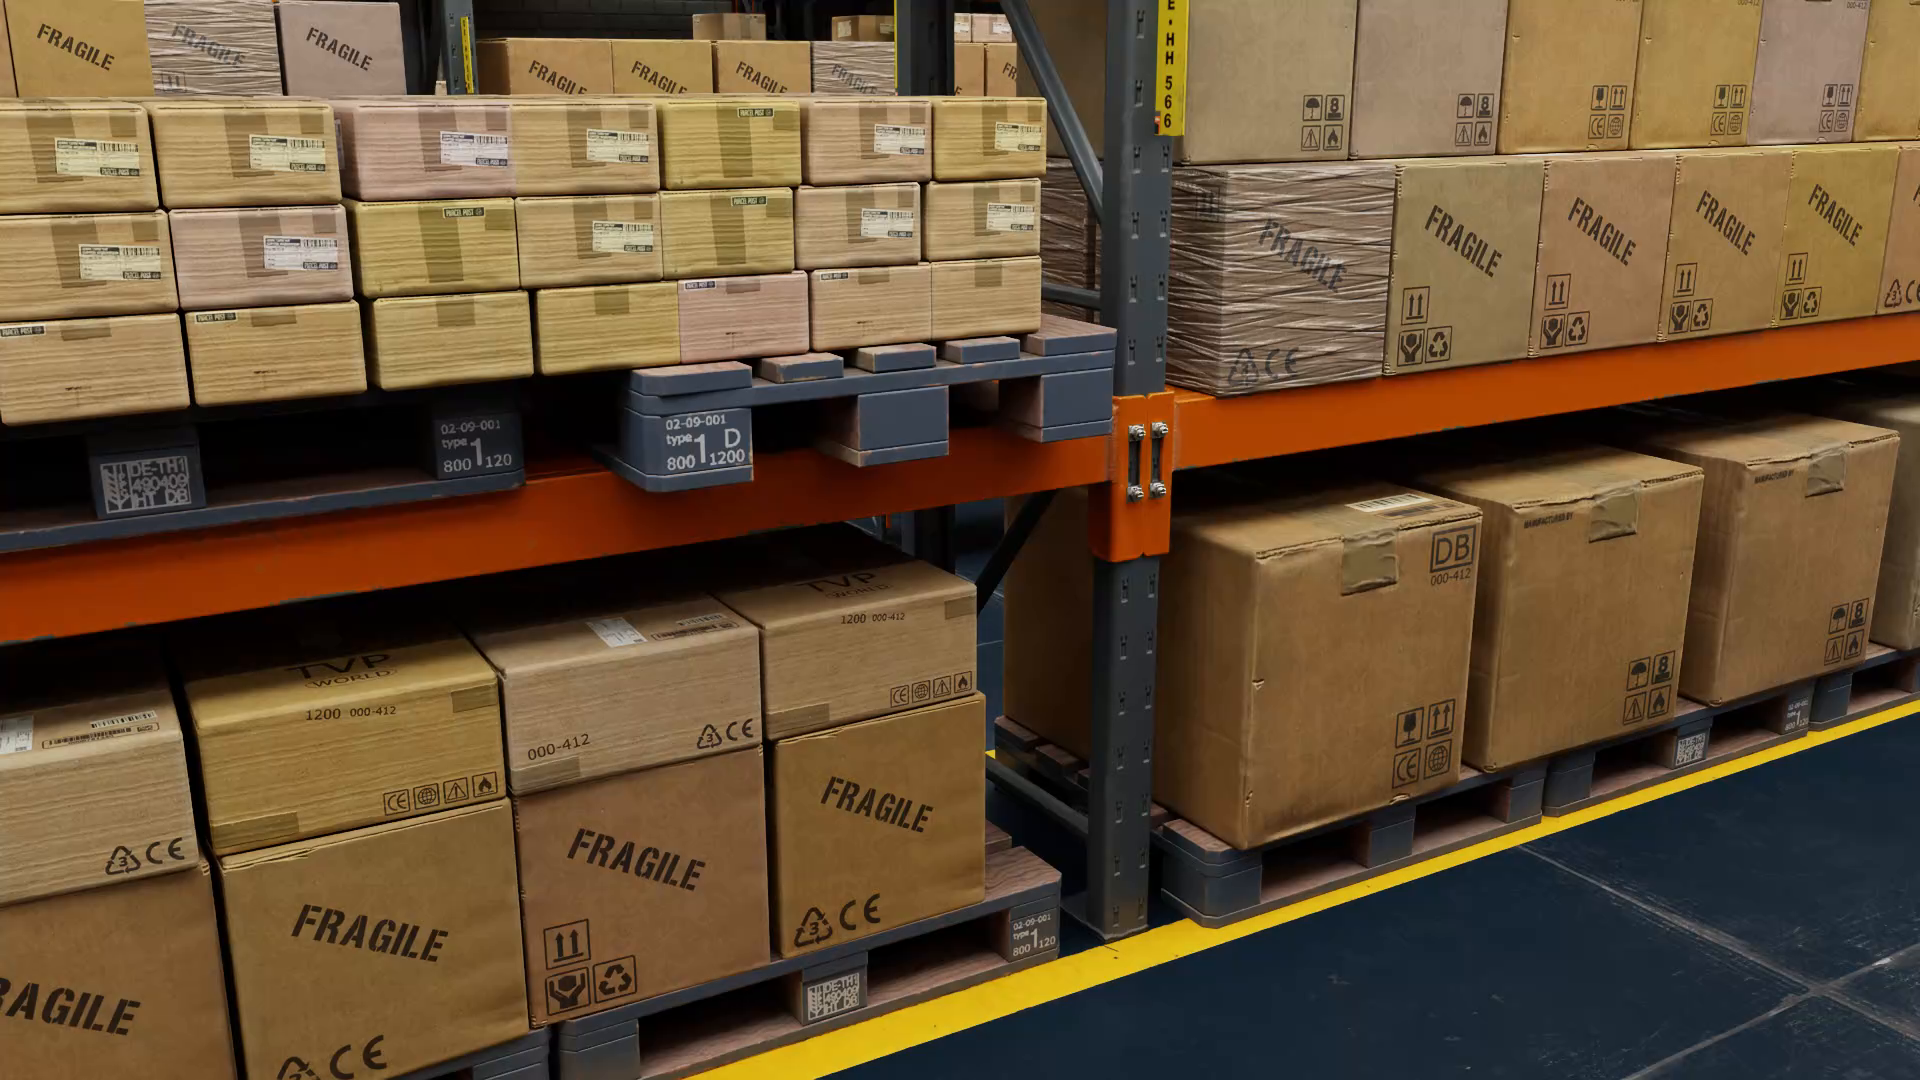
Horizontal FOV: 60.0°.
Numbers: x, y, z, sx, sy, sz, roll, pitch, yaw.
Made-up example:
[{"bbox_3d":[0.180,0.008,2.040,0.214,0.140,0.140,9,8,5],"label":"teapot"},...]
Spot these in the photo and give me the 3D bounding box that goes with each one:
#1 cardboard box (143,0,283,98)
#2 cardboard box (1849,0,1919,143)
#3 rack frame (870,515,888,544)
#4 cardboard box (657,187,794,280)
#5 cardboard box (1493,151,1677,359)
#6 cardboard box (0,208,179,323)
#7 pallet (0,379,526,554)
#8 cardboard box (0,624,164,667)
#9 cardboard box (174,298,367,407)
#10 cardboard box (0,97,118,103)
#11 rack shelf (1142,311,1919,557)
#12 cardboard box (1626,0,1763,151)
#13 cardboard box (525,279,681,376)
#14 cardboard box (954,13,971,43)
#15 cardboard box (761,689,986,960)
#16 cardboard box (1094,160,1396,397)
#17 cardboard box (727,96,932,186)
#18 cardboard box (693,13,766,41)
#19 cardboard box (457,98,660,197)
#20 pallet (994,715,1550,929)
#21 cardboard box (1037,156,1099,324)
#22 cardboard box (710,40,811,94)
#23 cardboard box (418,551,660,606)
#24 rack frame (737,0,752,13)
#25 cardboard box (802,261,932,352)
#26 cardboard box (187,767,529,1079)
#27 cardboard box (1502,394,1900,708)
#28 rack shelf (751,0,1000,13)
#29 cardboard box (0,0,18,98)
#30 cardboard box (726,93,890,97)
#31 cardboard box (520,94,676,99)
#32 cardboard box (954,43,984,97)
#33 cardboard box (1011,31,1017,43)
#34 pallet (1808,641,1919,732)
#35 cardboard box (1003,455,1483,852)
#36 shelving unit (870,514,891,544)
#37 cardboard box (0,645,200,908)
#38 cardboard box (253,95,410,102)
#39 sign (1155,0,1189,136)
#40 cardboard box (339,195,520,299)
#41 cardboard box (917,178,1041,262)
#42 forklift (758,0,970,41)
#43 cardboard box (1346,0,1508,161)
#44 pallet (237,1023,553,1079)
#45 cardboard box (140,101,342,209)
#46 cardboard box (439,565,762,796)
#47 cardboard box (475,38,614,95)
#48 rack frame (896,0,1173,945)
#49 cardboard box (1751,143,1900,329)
[{"bbox_3d":[-3.235,-2.058,7.158,0.500,0.500,0.500,-9,18,-29],"label":"cardboard box"},{"bbox_3d":[2.712,-1.546,5.331,0.500,0.500,0.700,-10,18,-31],"label":"cardboard box"},{"bbox_3d":[-0.442,-0.470,7.003,0.032,1.125,0.500,-9,18,-30],"label":"rack frame"},{"bbox_3d":[-0.496,-0.579,3.054,0.250,0.149,0.380,-9,18,-28],"label":"cardboard box"},{"bbox_3d":[1.536,-0.793,4.495,0.500,0.500,0.500,-9,18,-30],"label":"cardboard box"},{"bbox_3d":[-1.369,-0.438,2.551,0.250,0.149,0.380,-10,18,-31],"label":"cardboard box"},{"bbox_3d":[-1.530,-0.226,3.015,1.213,0.211,1.003,-9,18,-30],"label":"pallet"},{"bbox_3d":[-1.882,0.286,3.296,0.500,0.250,0.500,-10,19,-32],"label":"cardboard box"},{"bbox_3d":[-1.143,-0.332,2.726,0.250,0.149,0.380,-9,18,-28],"label":"cardboard box"},{"bbox_3d":[-1.692,-0.735,3.058,0.250,0.149,0.380,-10,18,-30],"label":"cardboard box"},{"bbox_3d":[1.860,-0.535,5.093,4.000,0.370,1.077,-9,18,-30],"label":"rack shelf"},{"bbox_3d":[1.845,-1.406,4.832,0.500,0.500,0.700,-9,18,-30],"label":"cardboard box"},{"bbox_3d":[-0.690,-0.406,2.987,0.250,0.149,0.380,-9,18,-30],"label":"cardboard box"},{"bbox_3d":[-0.148,-2.738,8.902,0.250,0.149,0.380,-10,19,-32],"label":"cardboard box"},{"bbox_3d":[-0.284,0.550,3.743,0.500,0.500,0.500,-9,18,-30],"label":"cardboard box"},{"bbox_3d":[0.669,-0.651,3.990,0.500,0.500,0.500,-9,18,-29],"label":"cardboard box"},{"bbox_3d":[-0.255,-0.762,3.157,0.250,0.149,0.380,-9,18,-30],"label":"cardboard box"},{"bbox_3d":[-1.233,-2.733,8.886,0.250,0.149,0.380,-10,19,-32],"label":"cardboard box"},{"bbox_3d":[-0.707,-0.688,2.892,0.250,0.149,0.380,-9,18,-28],"label":"cardboard box"},{"bbox_3d":[0.860,0.647,4.709,1.213,0.211,1.003,-9,18,-30],"label":"pallet"},{"bbox_3d":[0.393,-0.776,4.436,0.500,0.500,0.500,-9,18,-30],"label":"cardboard box"},{"bbox_3d":[-1.091,-2.286,8.495,0.500,0.500,0.500,-9,18,-29],"label":"cardboard box"},{"bbox_3d":[-1.005,0.148,3.790,0.500,0.250,0.500,-9,18,-30],"label":"cardboard box"},{"bbox_3d":[-1.621,-3.438,14.118,0.127,3.000,1.000,-9,18,-30],"label":"rack frame"},{"bbox_3d":[-0.254,-0.475,3.236,0.250,0.149,0.380,-9,18,-30],"label":"cardboard box"},{"bbox_3d":[-1.176,0.699,3.213,0.500,0.500,0.500,-10,19,-32],"label":"cardboard box"},{"bbox_3d":[2.260,-0.038,5.377,0.750,0.750,1.050,-9,18,-30],"label":"cardboard box"},{"bbox_3d":[0.093,-4.814,14.802,4.000,0.370,1.077,-9,18,-30],"label":"rack shelf"},{"bbox_3d":[-4.101,-1.922,6.672,0.500,0.500,0.500,-10,18,-31],"label":"cardboard box"},{"bbox_3d":[-0.354,-0.951,3.830,0.250,0.149,0.380,-9,18,-30],"label":"cardboard box"},{"bbox_3d":[-0.792,-0.880,3.578,0.250,0.149,0.380,-9,18,-30],"label":"cardboard box"},{"bbox_3d":[-0.209,-2.427,8.997,0.500,0.500,0.500,-9,18,-28],"label":"cardboard box"},{"bbox_3d":[0.353,-3.013,9.884,0.250,0.149,0.380,-9,18,-30],"label":"cardboard box"},{"bbox_3d":[2.952,0.308,5.919,1.213,0.211,1.003,-9,18,-30],"label":"pallet"},{"bbox_3d":[0.714,0.214,4.479,0.750,0.750,1.050,-9,18,-30],"label":"cardboard box"},{"bbox_3d":[-0.006,-0.541,7.255,1.048,1.125,0.538,-9,18,-30],"label":"shelving unit"},{"bbox_3d":[-1.619,0.407,2.864,0.500,0.250,0.500,-8,18,-28],"label":"cardboard box"},{"bbox_3d":[-1.250,-0.806,3.312,0.250,0.149,0.380,-8,18,-27],"label":"cardboard box"},{"bbox_3d":[0.433,-0.998,3.415,0.005,0.325,0.100,-9,18,-30],"label":"sign"},{"bbox_3d":[-0.925,-0.510,2.809,0.250,0.149,0.380,-9,18,-30],"label":"cardboard box"},{"bbox_3d":[-0.044,-0.654,3.320,0.250,0.149,0.380,-9,18,-29],"label":"cardboard box"},{"bbox_3d":[-0.588,-2.759,11.822,3.031,2.935,1.130,-9,18,-30],"label":"forklift"},{"bbox_3d":[0.968,-1.263,4.322,0.500,0.500,0.700,-10,18,-31],"label":"cardboard box"},{"bbox_3d":[-1.570,1.016,3.393,1.213,0.211,1.003,-9,18,-30],"label":"pallet"},{"bbox_3d":[-1.148,-0.617,2.640,0.250,0.149,0.380,-8,18,-27],"label":"cardboard box"},{"bbox_3d":[-0.733,0.266,3.369,0.500,0.250,0.500,-9,18,-29],"label":"cardboard box"},{"bbox_3d":[-1.986,-2.137,7.961,0.500,0.500,0.500,-10,18,-31],"label":"cardboard box"},{"bbox_3d":[0.145,-0.603,4.004,0.127,3.000,1.000,-9,18,-30],"label":"rack frame"},{"bbox_3d":[2.398,-0.932,4.994,0.500,0.500,0.500,-9,18,-29],"label":"cardboard box"}]
